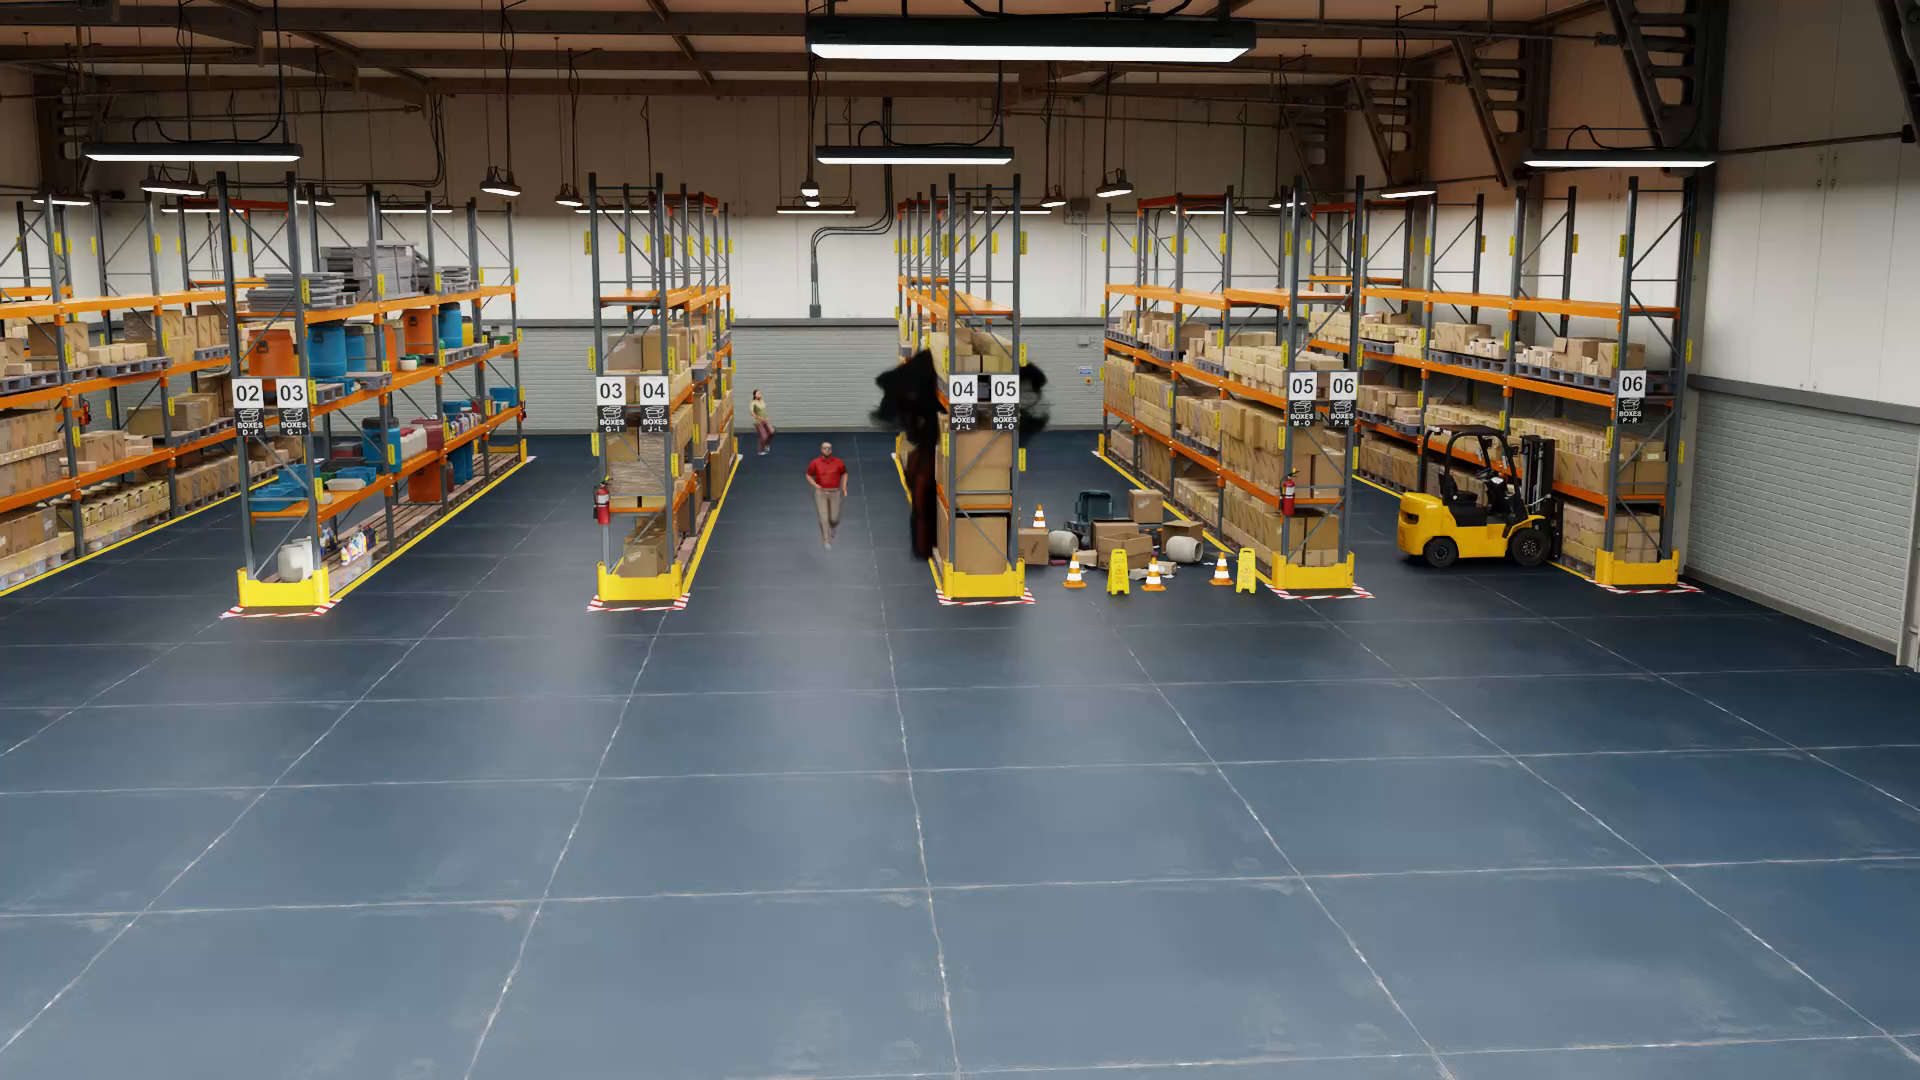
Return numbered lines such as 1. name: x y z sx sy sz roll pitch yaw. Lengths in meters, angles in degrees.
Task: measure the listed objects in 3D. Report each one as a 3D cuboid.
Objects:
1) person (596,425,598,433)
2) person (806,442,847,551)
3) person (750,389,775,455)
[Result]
1. person: -7.371 -1.914 34.928 0.569 1.617 0.554 -1 10 -5
2. person: -2.090 -0.702 26.209 0.665 1.700 0.603 -2 10 -11
3. person: -4.763 -2.835 40.086 0.581 1.597 0.569 9 14 42
